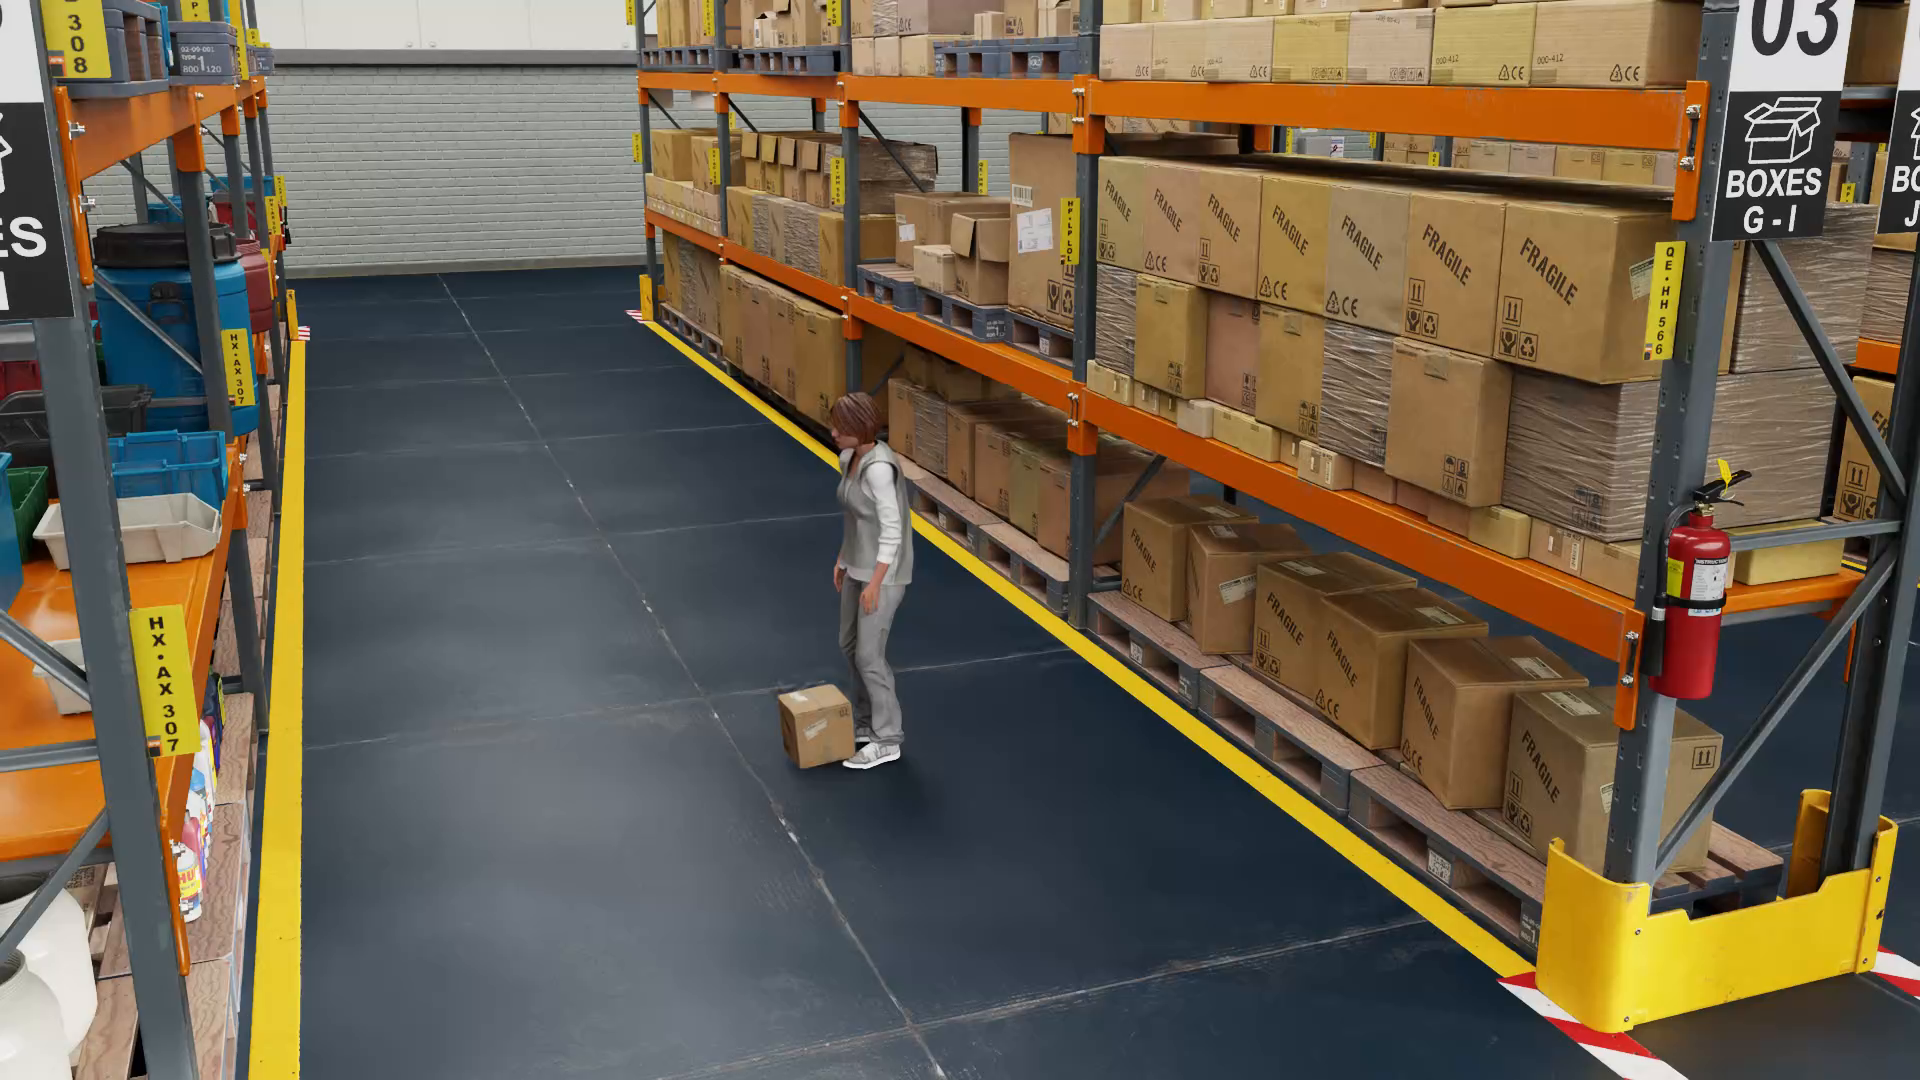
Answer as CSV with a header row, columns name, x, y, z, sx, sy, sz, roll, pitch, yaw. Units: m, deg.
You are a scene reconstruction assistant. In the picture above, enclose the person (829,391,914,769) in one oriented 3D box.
name,x,y,z,sx,sy,sz,roll,pitch,yaw
person,-3.628,-4.424,15.049,24.574,6.000,19.590,-7,17,-22
